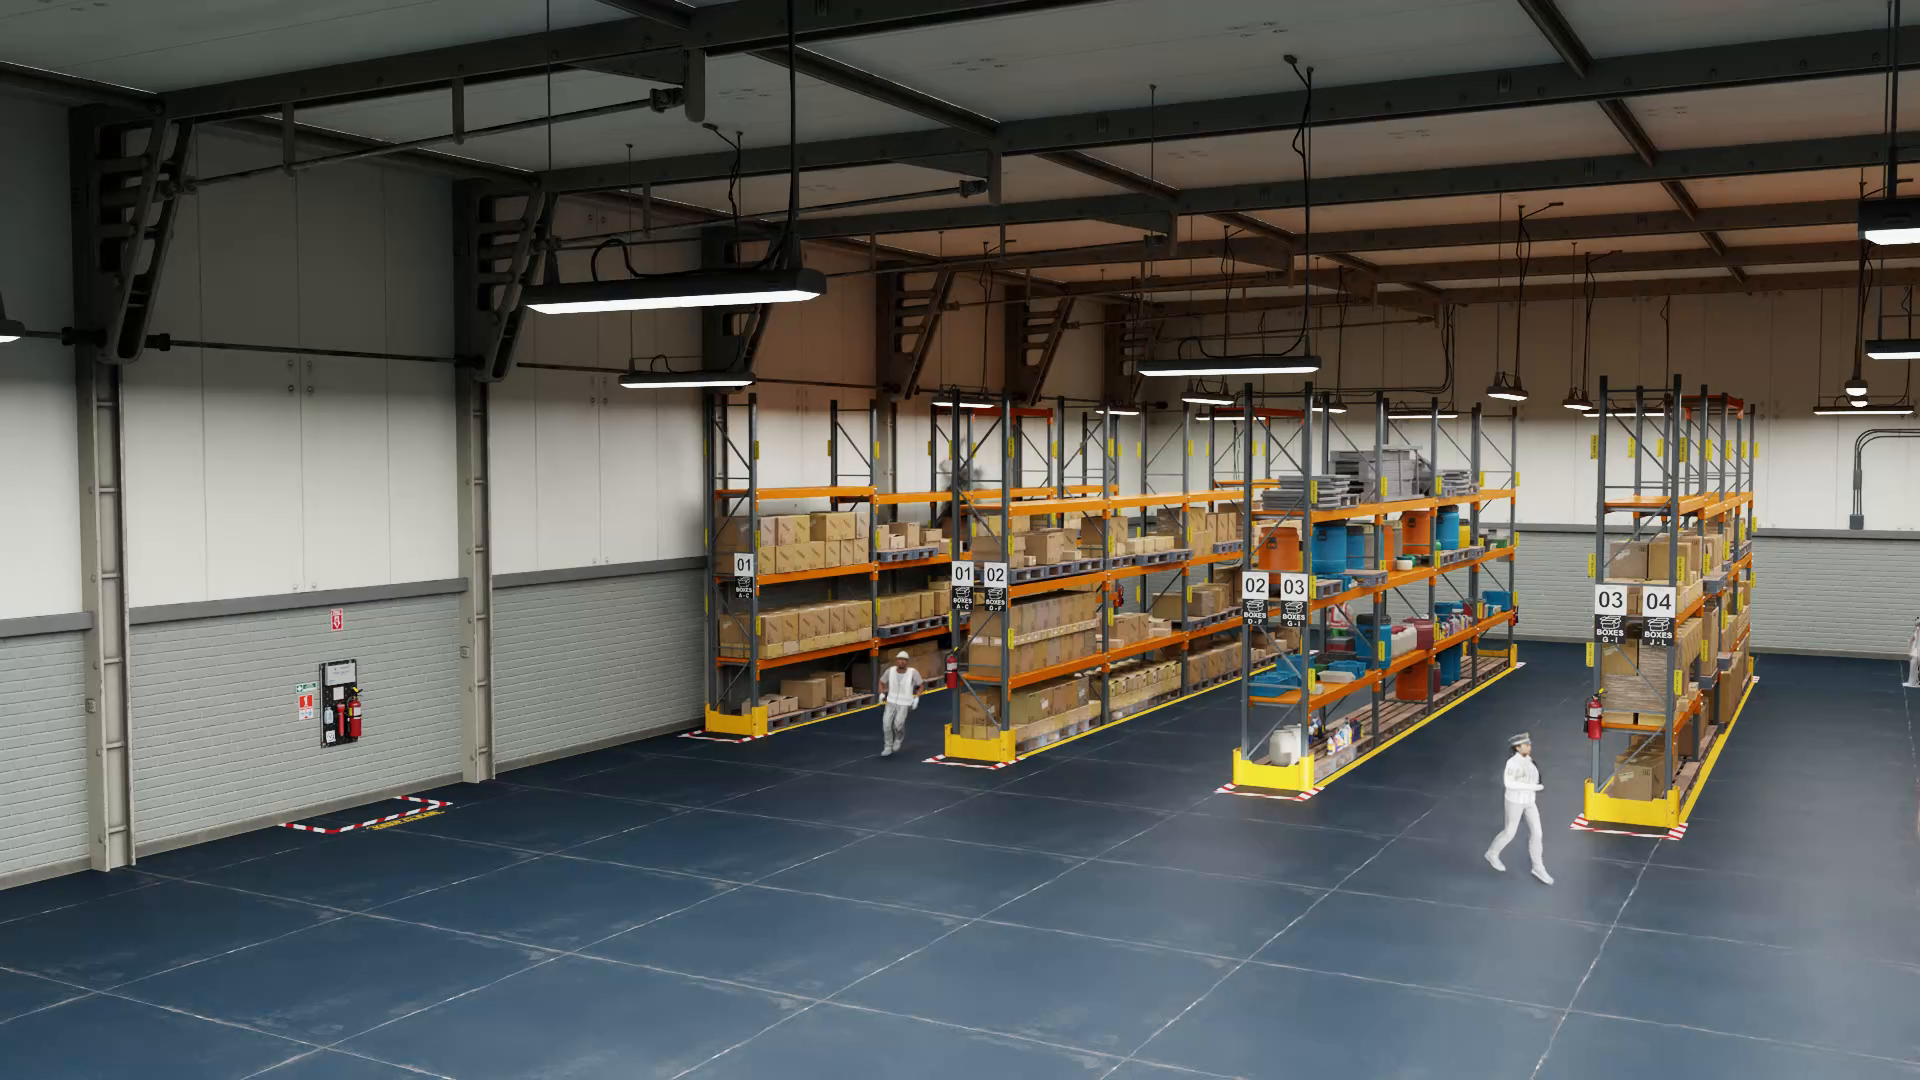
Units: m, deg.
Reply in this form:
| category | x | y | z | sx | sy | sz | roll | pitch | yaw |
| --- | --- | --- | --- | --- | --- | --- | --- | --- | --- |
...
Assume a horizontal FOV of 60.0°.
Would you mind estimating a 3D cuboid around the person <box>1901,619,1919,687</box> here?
| category | x | y | z | sx | sy | sz | roll | pitch | yaw |
| --- | --- | --- | --- | --- | --- | --- | --- | --- | --- |
| person | 20.287 | 2.248 | 34.910 | 0.804 | 1.734 | 0.750 | 0 | 3 | -3 |

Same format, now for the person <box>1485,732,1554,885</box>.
| category | x | y | z | sx | sy | sz | roll | pitch | yaw |
| --- | --- | --- | --- | --- | --- | --- | --- | --- | --- |
| person | 6.518 | 3.093 | 19.420 | 0.607 | 1.732 | 0.848 | -2 | 4 | -34 |

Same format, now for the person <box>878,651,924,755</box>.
| category | x | y | z | sx | sy | sz | roll | pitch | yaw |
| --- | --- | --- | --- | --- | --- | --- | --- | --- | --- |
| person | -1.002 | 2.675 | 27.158 | 0.742 | 1.718 | 0.516 | 1 | 3 | 13 |

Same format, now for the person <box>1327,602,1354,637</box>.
| category | x | y | z | sx | sy | sz | roll | pitch | yaw |
| --- | --- | --- | --- | --- | --- | --- | --- | --- | --- |
| person | 8.649 | 2.062 | 37.951 | 0.643 | 1.821 | 0.833 | 1 | 3 | 10 |
